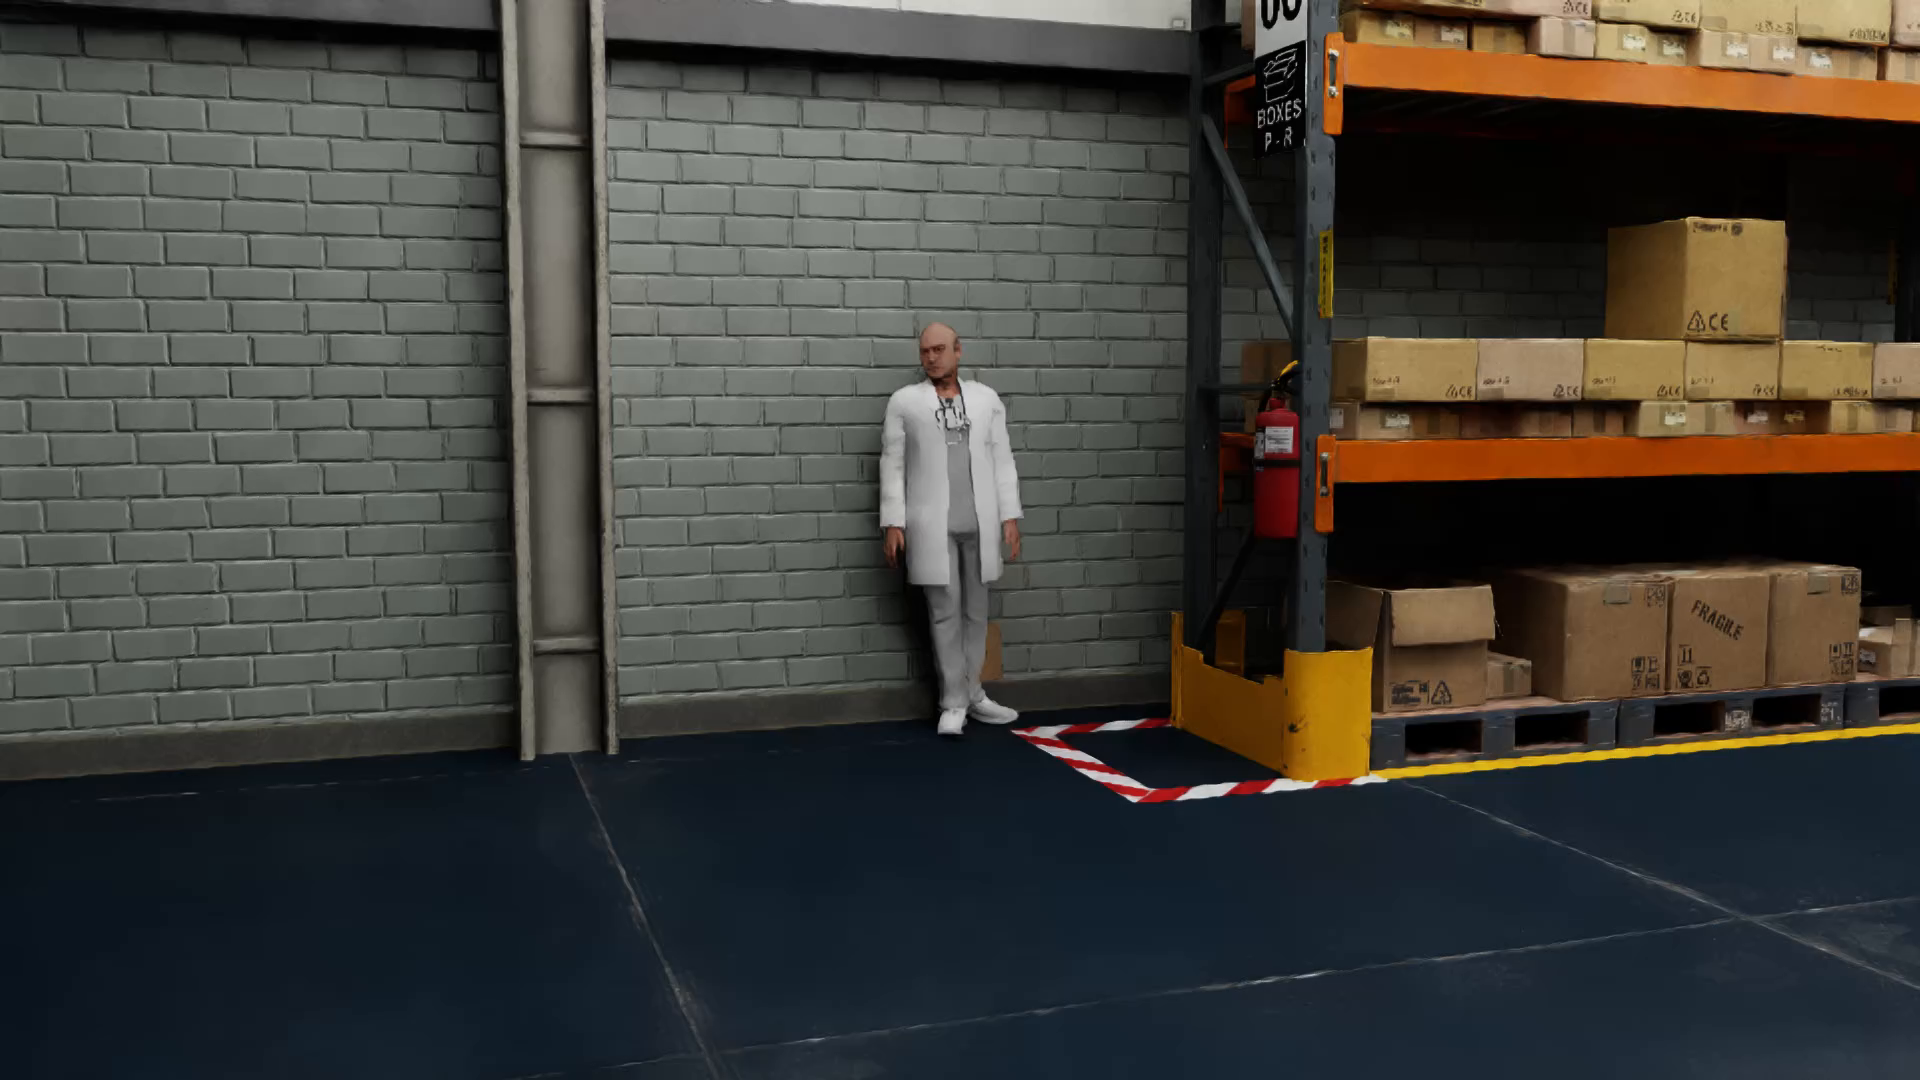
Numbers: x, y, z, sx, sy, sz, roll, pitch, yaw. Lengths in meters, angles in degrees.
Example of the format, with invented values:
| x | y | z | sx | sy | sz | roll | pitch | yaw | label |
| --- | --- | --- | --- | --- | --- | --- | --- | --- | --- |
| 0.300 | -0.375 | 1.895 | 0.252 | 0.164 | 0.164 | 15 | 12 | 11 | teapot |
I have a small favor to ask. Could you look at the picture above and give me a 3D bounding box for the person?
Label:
| x | y | z | sx | sy | sz | roll | pitch | yaw | label |
| --- | --- | --- | --- | --- | --- | --- | --- | --- | --- |
| -0.040 | -0.054 | 7.248 | 0.644 | 1.774 | 0.487 | -2 | 6 | -20 | person |
